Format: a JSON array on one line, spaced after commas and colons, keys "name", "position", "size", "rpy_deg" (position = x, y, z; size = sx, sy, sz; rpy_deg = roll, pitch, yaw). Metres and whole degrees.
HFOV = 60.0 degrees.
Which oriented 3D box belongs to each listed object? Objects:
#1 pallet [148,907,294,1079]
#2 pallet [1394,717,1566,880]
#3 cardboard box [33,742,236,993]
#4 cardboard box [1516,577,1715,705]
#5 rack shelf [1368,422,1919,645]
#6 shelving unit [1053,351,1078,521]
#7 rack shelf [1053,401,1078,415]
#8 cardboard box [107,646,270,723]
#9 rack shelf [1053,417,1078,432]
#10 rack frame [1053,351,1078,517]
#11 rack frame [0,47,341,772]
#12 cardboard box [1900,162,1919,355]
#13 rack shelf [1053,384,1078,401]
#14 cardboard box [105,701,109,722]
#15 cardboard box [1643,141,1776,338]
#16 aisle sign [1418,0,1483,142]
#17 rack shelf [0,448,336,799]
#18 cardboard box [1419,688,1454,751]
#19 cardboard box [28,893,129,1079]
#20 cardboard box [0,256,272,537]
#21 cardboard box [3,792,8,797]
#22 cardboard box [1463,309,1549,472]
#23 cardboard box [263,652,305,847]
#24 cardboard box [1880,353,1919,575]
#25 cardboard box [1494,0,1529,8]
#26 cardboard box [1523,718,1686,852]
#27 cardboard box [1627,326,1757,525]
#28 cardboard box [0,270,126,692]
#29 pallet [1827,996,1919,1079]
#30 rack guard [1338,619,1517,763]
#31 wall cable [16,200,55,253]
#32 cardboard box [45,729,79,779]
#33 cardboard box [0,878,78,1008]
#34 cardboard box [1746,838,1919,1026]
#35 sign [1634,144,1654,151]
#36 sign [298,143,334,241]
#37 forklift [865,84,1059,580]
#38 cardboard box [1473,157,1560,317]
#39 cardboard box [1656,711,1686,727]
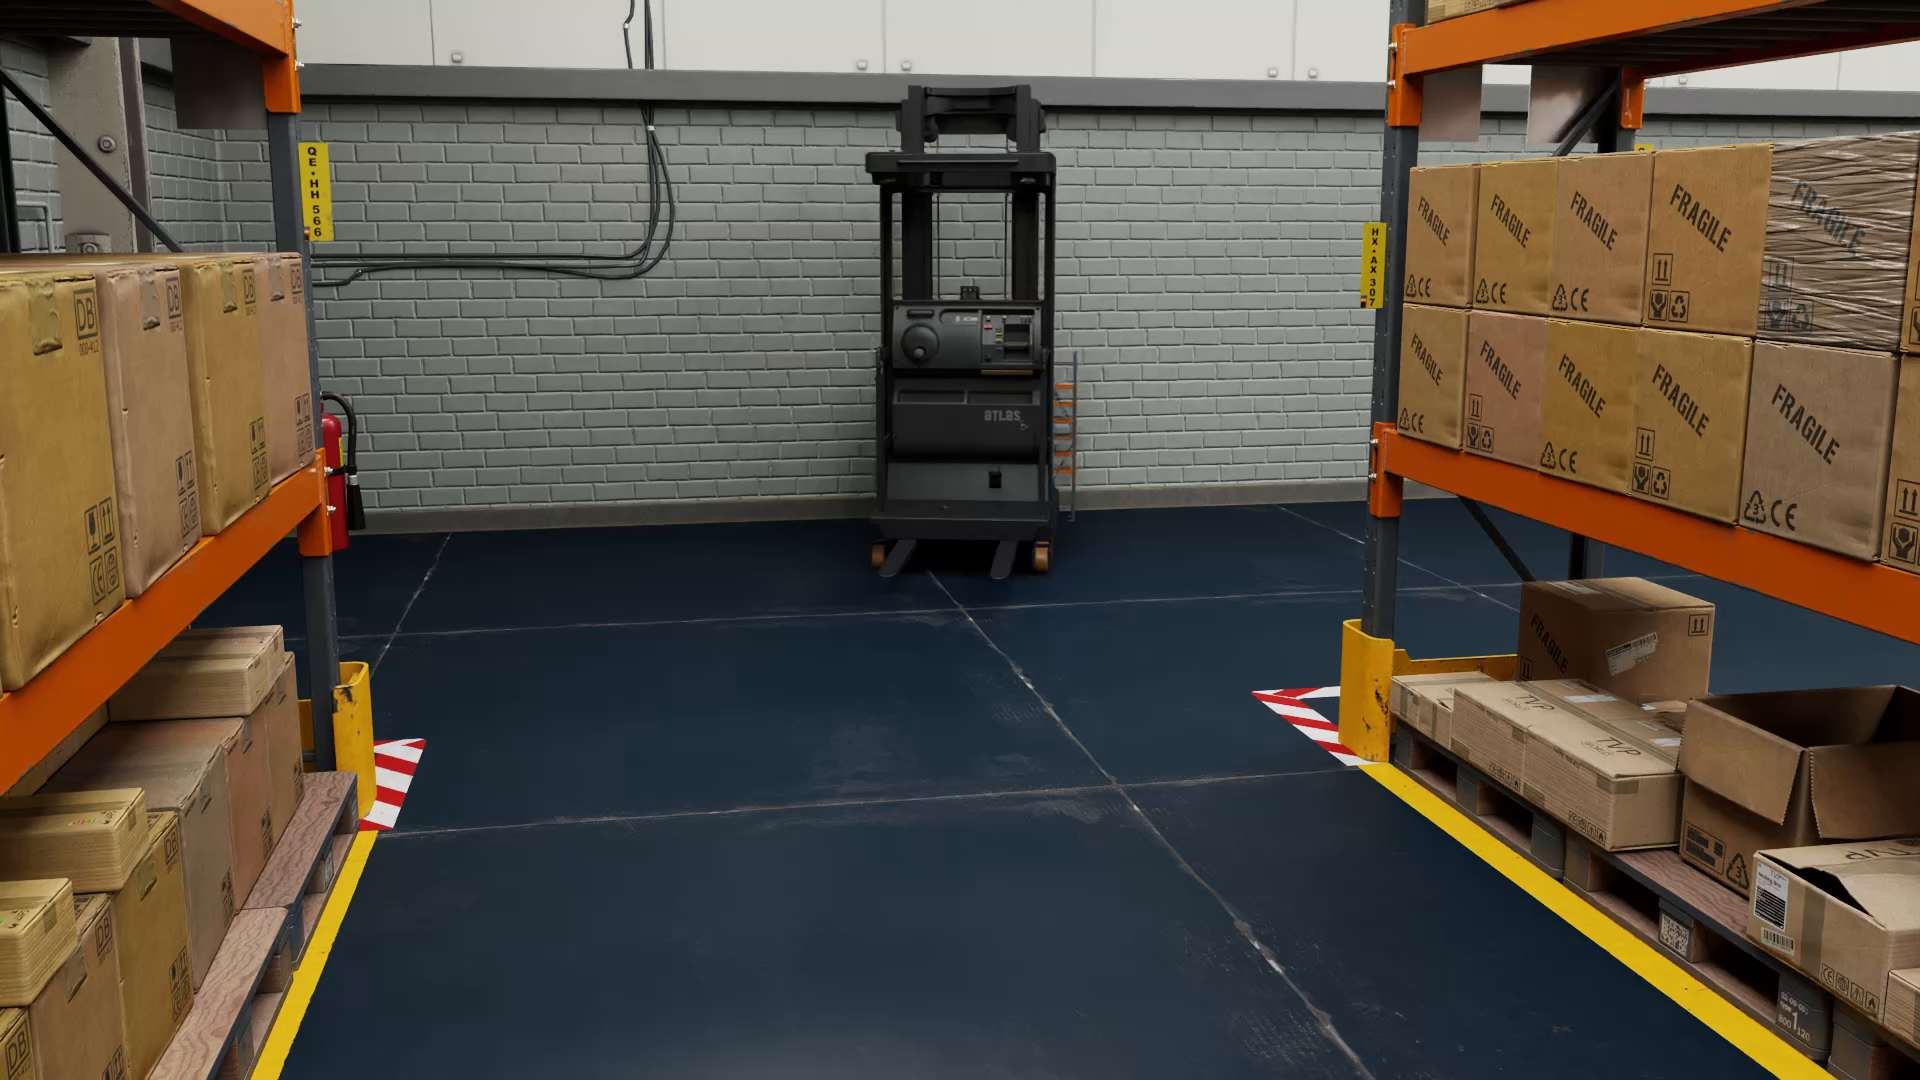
[{"name": "pallet", "position": [-2.256, 1.260, 4.011], "size": [1.003, 0.211, 1.213], "rpy_deg": [-2, 11, -11]}, {"name": "pallet", "position": [2.307, 0.873, 6.048], "size": [1.003, 0.211, 1.213], "rpy_deg": [-2, 11, -11]}, {"name": "cardboard box", "position": [-2.292, 0.854, 4.251], "size": [0.700, 0.500, 0.500], "rpy_deg": [-2, 11, -13]}, {"name": "cardboard box", "position": [2.484, 0.445, 6.345], "size": [0.500, 0.500, 0.500], "rpy_deg": [-2, 11, -11]}, {"name": "rack shelf", "position": [2.526, 0.063, 4.769], "size": [1.077, 0.370, 4.000], "rpy_deg": [-2, 11, -11]}, {"name": "shelving unit", "position": [0.710, -0.742, 11.885], "size": [0.258, 1.200, 0.189], "rpy_deg": [1, 11, 6]}, {"name": "rack shelf", "position": [0.710, -0.934, 11.849], "size": [0.258, 0.103, 0.180], "rpy_deg": [1, 11, 6]}, {"name": "cardboard box", "position": [-2.233, 0.415, 4.822], "size": [0.380, 0.149, 0.250], "rpy_deg": [-2, 11, -9]}, {"name": "rack shelf", "position": [0.710, -0.816, 11.871], "size": [0.258, 0.103, 0.180], "rpy_deg": [1, 11, 6]}, {"name": "rack frame", "position": [0.720, -0.759, 11.975], "size": [0.240, 1.200, 0.006], "rpy_deg": [1, 11, 6]}, {"name": "rack frame", "position": [-2.722, -0.477, 5.679], "size": [1.000, 3.000, 0.127], "rpy_deg": [-2, 11, -11]}, {"name": "cardboard box", "position": [2.460, -0.641, 3.603], "size": [0.500, 0.500, 0.500], "rpy_deg": [-2, 11, -12]}, {"name": "rack shelf", "position": [0.710, -1.052, 11.826], "size": [0.258, 0.103, 0.180], "rpy_deg": [1, 11, 6]}, {"name": "cardboard box", "position": [-2.609, 0.428, 4.752], "size": [0.380, 0.149, 0.250], "rpy_deg": [-2, 11, -11]}, {"name": "cardboard box", "position": [2.266, -0.826, 4.573], "size": [0.500, 0.500, 0.500], "rpy_deg": [-2, 11, -12]}, {"name": "aisle sign", "position": [1.835, -1.936, 6.396], "size": [0.394, 0.787, 0.004], "rpy_deg": [-2, 11, -11]}, {"name": "rack shelf", "position": [-2.333, 0.243, 3.819], "size": [1.077, 0.370, 4.000], "rpy_deg": [-2, 11, -11]}, {"name": "cardboard box", "position": [1.930, 0.653, 6.143], "size": [0.380, 0.166, 0.250], "rpy_deg": [-2, 11, -11]}, {"name": "cardboard box", "position": [-2.083, 1.045, 3.244], "size": [0.700, 0.500, 0.500], "rpy_deg": [-2, 11, -12]}, {"name": "cardboard box", "position": [-2.460, -0.398, 4.462], "size": [0.980, 0.700, 0.700], "rpy_deg": [-2, 11, -11]}, {"name": "cardboard box", "position": [-2.411, 0.614, 3.774], "size": [0.380, 0.149, 0.250], "rpy_deg": [-2, 11, -12]}, {"name": "cardboard box", "position": [2.070, -0.521, 5.646], "size": [0.500, 0.500, 0.500], "rpy_deg": [-2, 11, -12]}, {"name": "cardboard box", "position": [-2.487, 0.670, 5.218], "size": [0.700, 0.500, 0.500], "rpy_deg": [-2, 11, -11]}, {"name": "cardboard box", "position": [2.464, -0.150, 3.694], "size": [0.500, 0.500, 0.500], "rpy_deg": [-2, 11, -9]}, {"name": "cardboard box", "position": [2.072, -1.862, 5.335], "size": [0.500, 0.250, 0.500], "rpy_deg": [-2, 11, -11]}, {"name": "cardboard box", "position": [2.159, 0.771, 5.303], "size": [0.500, 0.250, 0.500], "rpy_deg": [-2, 11, -11]}, {"name": "cardboard box", "position": [2.260, -0.337, 4.679], "size": [0.500, 0.500, 0.500], "rpy_deg": [-2, 11, -10]}, {"name": "cardboard box", "position": [-2.170, -0.125, 3.027], "size": [0.980, 0.700, 0.700], "rpy_deg": [-2, 11, -12]}, {"name": "pallet", "position": [2.782, 1.320, 3.697], "size": [1.003, 0.211, 1.213], "rpy_deg": [-2, 11, -11]}, {"name": "rack guard", "position": [2.151, 0.584, 6.789], "size": [1.175, 0.500, 0.348], "rpy_deg": [-2, 11, -11]}, {"name": "wall cable", "position": [-3.899, -1.176, 6.637], "size": [0.084, 1.984, 1.851], "rpy_deg": [-2, 11, -11]}, {"name": "cardboard box", "position": [-2.510, 0.521, 4.265], "size": [0.380, 0.149, 0.250], "rpy_deg": [-2, 11, -10]}, {"name": "cardboard box", "position": [-1.876, 0.750, 3.063], "size": [0.380, 0.149, 0.250], "rpy_deg": [-2, 11, -9]}, {"name": "cardboard box", "position": [2.380, 0.949, 4.202], "size": [0.500, 0.311, 0.500], "rpy_deg": [-2, 11, -11]}, {"name": "sign", "position": [2.685, -1.398, 6.578], "size": [0.100, 0.325, 0.005], "rpy_deg": [-2, 11, -11]}, {"name": "sign", "position": [-2.187, -1.179, 5.639], "size": [0.100, 0.325, 0.005], "rpy_deg": [-2, 11, -11]}, {"name": "forklift", "position": [0.027, -1.301, 10.192], "size": [1.130, 2.935, 3.031], "rpy_deg": [1, 11, 5]}, {"name": "cardboard box", "position": [2.073, -1.011, 5.546], "size": [0.500, 0.500, 0.500], "rpy_deg": [-2, 11, -10]}, {"name": "cardboard box", "position": [2.639, 0.743, 5.447], "size": [0.500, 0.250, 0.500], "rpy_deg": [-2, 11, -11]}]
